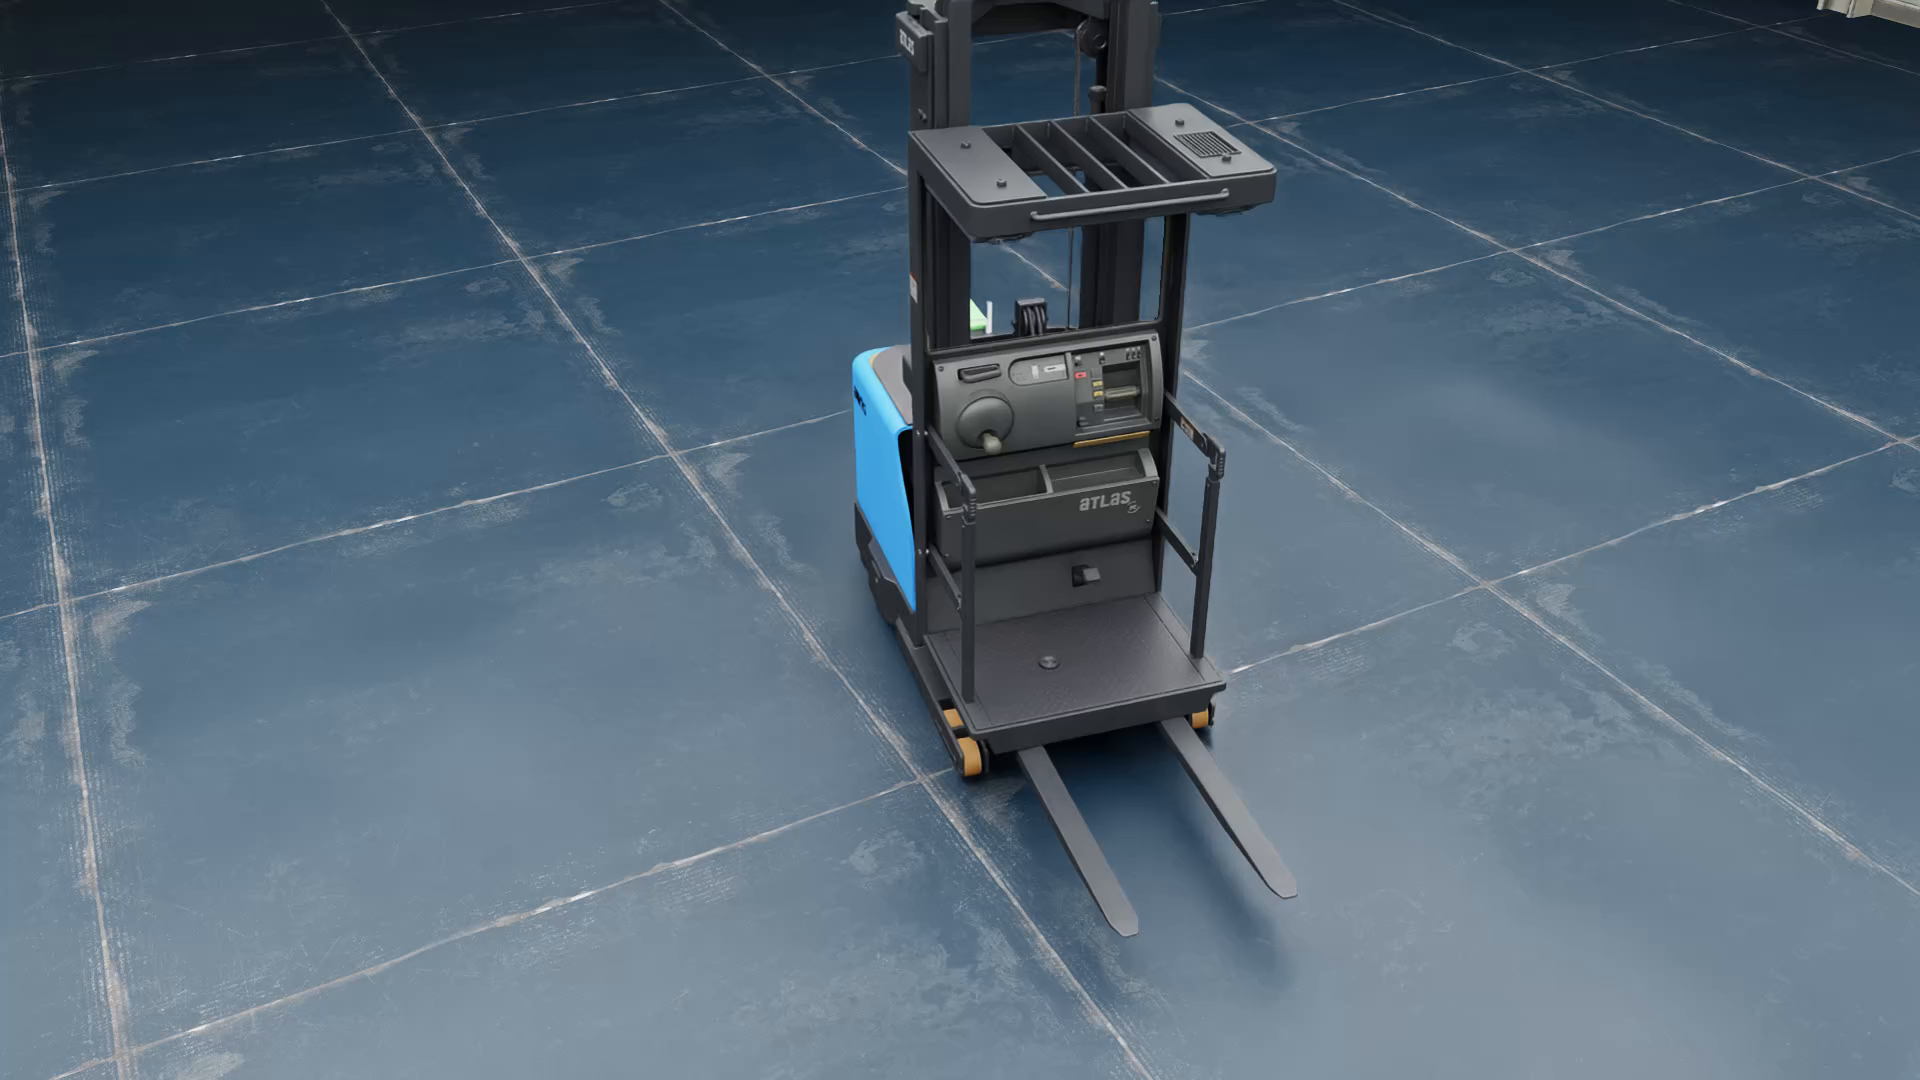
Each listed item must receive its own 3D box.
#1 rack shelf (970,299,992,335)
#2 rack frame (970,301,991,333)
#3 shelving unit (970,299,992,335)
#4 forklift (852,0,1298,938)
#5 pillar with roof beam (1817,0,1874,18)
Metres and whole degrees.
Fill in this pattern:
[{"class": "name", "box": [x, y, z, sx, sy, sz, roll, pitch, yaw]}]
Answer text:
[{"class": "rack shelf", "box": [-0.044, -1.065, 8.028, 0.258, 0.148, 0.480, -10, 34, -15]}, {"class": "rack frame", "box": [0.030, -0.589, 8.057, 0.240, 1.200, 0.015, -10, 34, -15]}, {"class": "shelving unit", "box": [-0.044, -0.714, 8.253, 0.258, 1.200, 0.503, -10, 34, -15]}, {"class": "forklift", "box": [0.422, -0.516, 6.338, 1.130, 2.935, 3.031, -10, 34, -15]}, {"class": "pillar with roof beam", "box": [4.899, -7.915, 12.263, 9.100, 9.000, 0.400, -16, 36, -23]}]
